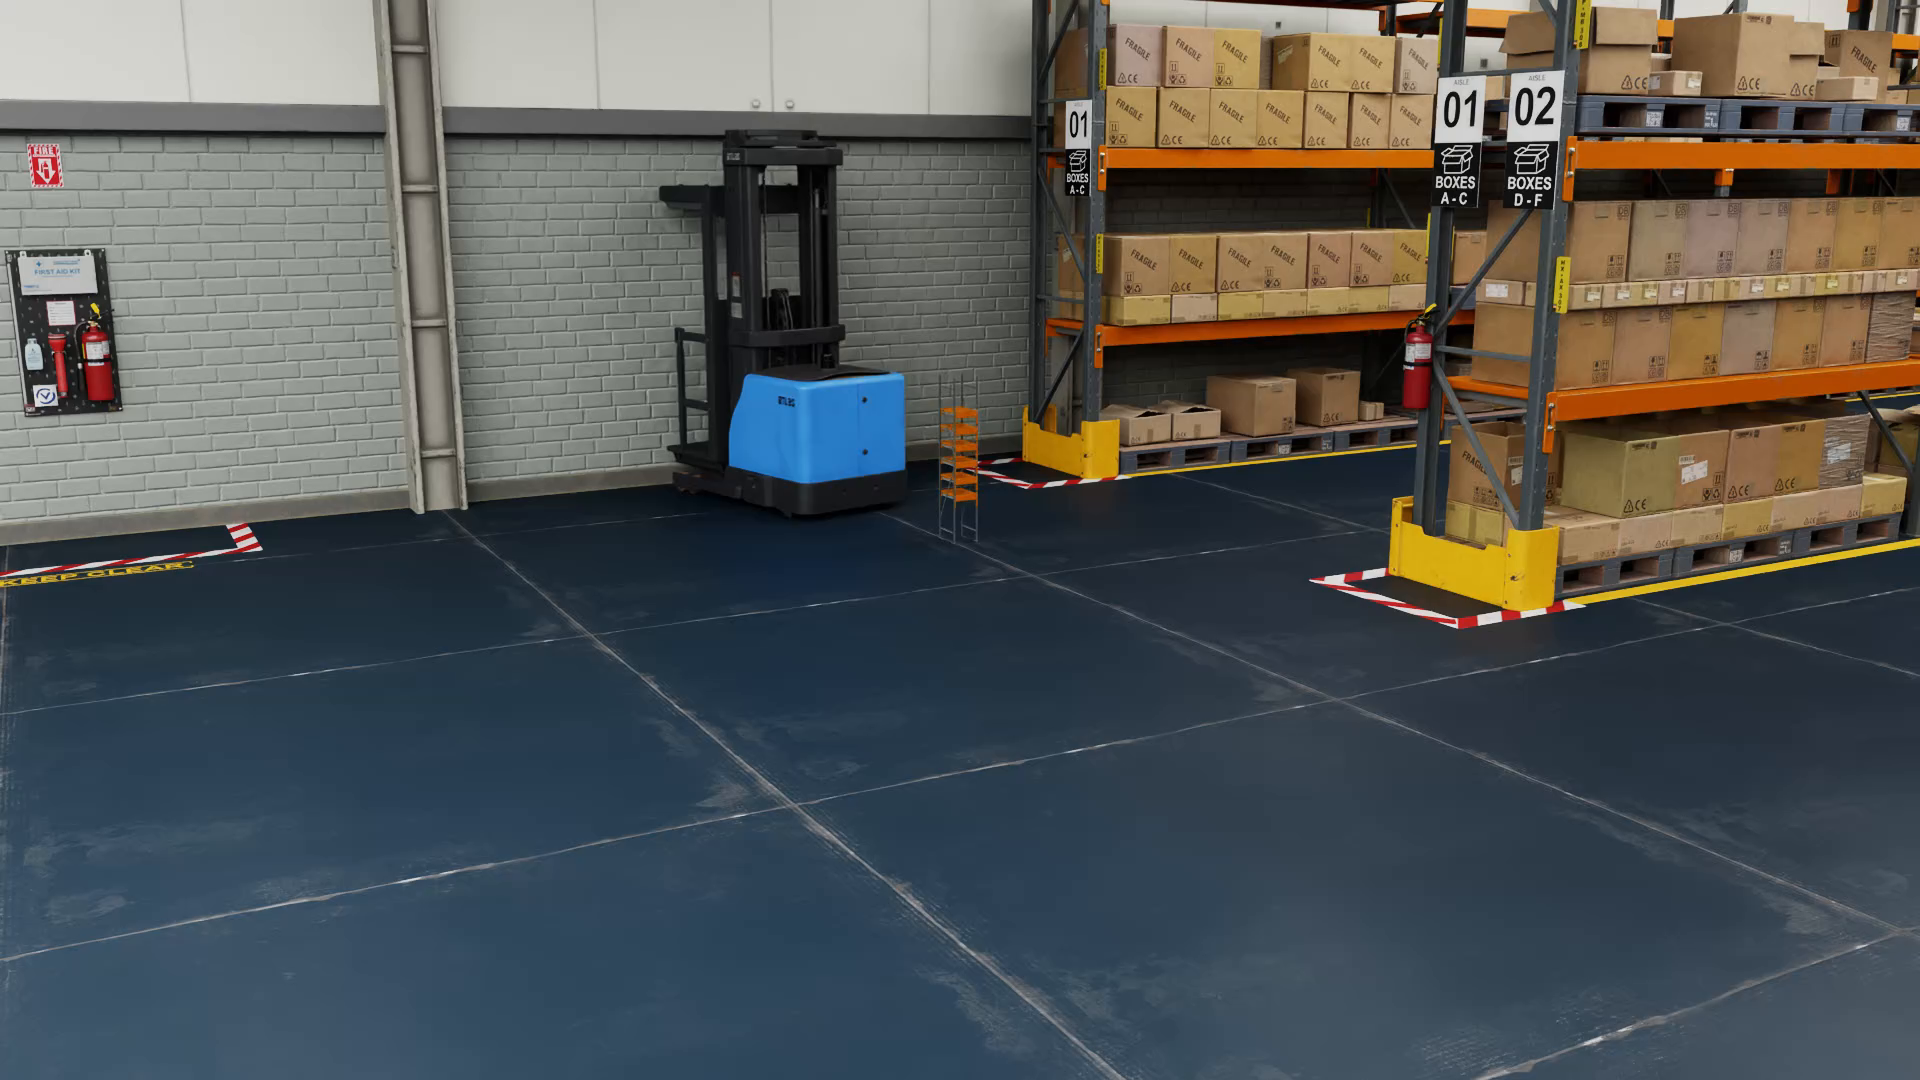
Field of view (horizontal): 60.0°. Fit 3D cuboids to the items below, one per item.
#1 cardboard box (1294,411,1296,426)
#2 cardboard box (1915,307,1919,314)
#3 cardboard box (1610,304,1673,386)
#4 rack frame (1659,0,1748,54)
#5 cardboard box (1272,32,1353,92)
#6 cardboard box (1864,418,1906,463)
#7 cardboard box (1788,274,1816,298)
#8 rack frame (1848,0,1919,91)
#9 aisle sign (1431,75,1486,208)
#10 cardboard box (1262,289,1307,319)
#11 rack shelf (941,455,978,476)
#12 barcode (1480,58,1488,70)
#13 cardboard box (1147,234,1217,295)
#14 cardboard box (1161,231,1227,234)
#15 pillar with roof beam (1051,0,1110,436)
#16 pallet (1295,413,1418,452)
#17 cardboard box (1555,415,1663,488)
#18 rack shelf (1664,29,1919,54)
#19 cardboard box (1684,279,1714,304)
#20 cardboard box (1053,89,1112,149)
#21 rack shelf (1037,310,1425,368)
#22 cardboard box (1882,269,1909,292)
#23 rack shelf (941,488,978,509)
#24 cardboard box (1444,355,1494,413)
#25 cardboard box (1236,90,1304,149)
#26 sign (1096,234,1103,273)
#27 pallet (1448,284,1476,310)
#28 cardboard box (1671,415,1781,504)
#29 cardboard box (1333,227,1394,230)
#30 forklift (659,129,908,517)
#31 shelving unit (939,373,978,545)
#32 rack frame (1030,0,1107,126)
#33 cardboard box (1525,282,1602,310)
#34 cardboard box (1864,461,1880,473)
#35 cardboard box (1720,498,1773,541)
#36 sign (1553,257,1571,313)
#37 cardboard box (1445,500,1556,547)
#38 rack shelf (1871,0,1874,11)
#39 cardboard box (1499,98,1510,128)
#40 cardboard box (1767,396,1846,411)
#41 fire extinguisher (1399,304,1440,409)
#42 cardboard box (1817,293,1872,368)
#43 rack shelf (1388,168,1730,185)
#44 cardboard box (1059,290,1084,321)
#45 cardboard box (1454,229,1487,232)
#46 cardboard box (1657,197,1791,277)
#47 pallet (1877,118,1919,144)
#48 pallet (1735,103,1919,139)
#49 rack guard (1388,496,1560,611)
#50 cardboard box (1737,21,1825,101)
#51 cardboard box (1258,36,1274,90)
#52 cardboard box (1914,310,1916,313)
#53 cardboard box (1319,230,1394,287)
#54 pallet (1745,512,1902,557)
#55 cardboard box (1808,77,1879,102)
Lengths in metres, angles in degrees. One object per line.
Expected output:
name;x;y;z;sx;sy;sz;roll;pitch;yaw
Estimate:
cardboard box;3.016;-1.189;16.052;0.250;0.149;0.380;-8;15;-32
cardboard box;10.944;-2.434;20.032;0.750;0.750;0.750;-7;14;-27
cardboard box;4.170;-1.306;10.854;0.500;0.500;0.700;-6;14;-26
rack frame;7.941;-5.877;17.729;0.127;3.000;1.000;-7;14;-28
cardboard box;3.191;-4.318;15.081;0.500;0.500;0.500;-7;15;-30
cardboard box;7.025;-0.810;12.907;0.500;0.311;0.500;-7;14;-28
cardboard box;5.555;-1.738;11.293;0.250;0.149;0.380;-6;14;-26
rack frame;6.807;-4.502;11.619;0.127;3.000;1.000;-7;14;-28
aisle sign;3.097;-2.473;10.343;0.004;0.787;0.394;-7;14;-28
cardboard box;2.843;-2.198;15.341;0.500;0.250;0.500;-7;14;-27
rack shelf;-0.013;-0.540;11.980;0.180;0.103;0.258;-7;14;-28
barcode;3.330;-3.026;10.569;0.075;0.075;0.001;-7;14;-28
cardboard box;1.921;-2.454;14.768;0.500;0.500;0.500;-7;14;-28
cardboard box;2.129;-2.608;15.455;0.500;0.500;0.500;-7;15;-29
pillar with roof beam;3.182;-4.446;11.371;0.400;9.000;9.100;-7;14;-28
pallet;3.857;-1.092;16.480;1.213;0.211;1.003;-7;14;-28
cardboard box;4.495;-0.606;11.567;0.500;0.500;0.500;-7;14;-28
rack shelf;9.696;-5.542;18.787;4.000;0.370;1.077;-7;14;-28
cardboard box;4.649;-1.629;10.809;0.250;0.149;0.380;-7;15;-30
cardboard box;1.164;-3.724;14.718;0.500;0.500;0.500;-6;14;-24
rack shelf;2.674;-1.968;15.662;4.000;0.370;1.077;-7;14;-28
cardboard box;6.453;-1.845;11.771;0.250;0.149;0.380;-7;15;-29
rack shelf;-0.013;-0.306;12.033;0.180;0.103;0.258;-7;14;-28
cardboard box;5.068;-1.606;17.103;0.500;0.500;0.700;-6;14;-26
cardboard box;2.735;-3.783;14.983;0.500;0.500;0.500;-6;14;-24
sign;1.179;-2.427;14.089;0.005;0.325;0.100;-7;14;-28
pallet;5.170;-2.489;16.772;1.213;0.211;1.003;-7;14;-28
cardboard box;5.191;-0.555;11.341;0.500;0.500;0.500;-7;14;-28
cardboard box;3.917;-2.823;16.409;0.500;0.500;0.500;-7;15;-29
forklift;-1.753;-1.868;13.734;1.130;2.935;3.031;-11;16;-39
shelving unit;-0.013;-0.584;11.971;0.189;1.200;0.258;-7;14;-28
rack frame;0.919;-5.036;13.990;0.127;3.000;1.000;-7;14;-28
cardboard box;3.743;-1.520;10.325;0.250;0.149;0.380;-7;14;-28
cardboard box;7.032;-0.538;12.976;0.500;0.250;0.500;-7;14;-28
cardboard box;5.190;-0.189;11.424;0.500;0.250;0.500;-7;14;-28
sign;3.556;-1.508;9.826;0.005;0.325;0.100;-7;14;-28
cardboard box;3.625;-0.131;11.168;0.500;0.250;0.500;-7;14;-28
rack shelf;8.562;-4.167;12.677;4.000;0.370;1.077;-7;14;-28
cardboard box;5.489;-4.261;16.627;0.500;0.311;0.500;-6;14;-26
cardboard box;6.250;-0.816;12.503;0.500;0.500;0.500;-7;14;-28
fire extinguisher;2.969;-1.194;10.759;0.183;0.674;0.296;-7;14;-28
cardboard box;5.960;-1.520;11.802;0.500;0.500;0.700;-7;14;-28
rack shelf;6.185;-3.853;17.203;4.000;0.370;1.077;-7;14;-28
cardboard box;1.236;-2.132;15.047;0.500;0.250;0.500;-7;14;-27
cardboard box;5.387;-2.898;16.923;0.500;0.500;0.700;-5;14;-22
cardboard box;5.099;-2.051;11.208;0.500;0.500;0.700;-7;14;-28
pallet;7.575;-3.041;12.393;1.217;0.209;0.805;-8;15;-30
pallet;6.070;-2.901;11.537;1.213;0.211;1.003;-7;14;-28
rack guard;3.275;0.067;10.671;0.348;0.500;1.175;-7;14;-28
cardboard box;5.301;-3.213;11.214;0.637;0.503;0.797;-5;14;-22
cardboard box;2.534;-4.373;15.326;0.500;0.500;0.500;-7;14;-28
cardboard box;7.490;-1.638;12.861;0.258;0.266;0.396;-7;15;-29
cardboard box;3.728;-2.669;15.726;0.500;0.500;0.500;-7;14;-28
pallet;6.089;-0.140;12.248;1.213;0.211;1.003;-7;14;-28
cardboard box;5.879;-3.010;11.117;0.250;0.149;0.380;-7;14;-28
